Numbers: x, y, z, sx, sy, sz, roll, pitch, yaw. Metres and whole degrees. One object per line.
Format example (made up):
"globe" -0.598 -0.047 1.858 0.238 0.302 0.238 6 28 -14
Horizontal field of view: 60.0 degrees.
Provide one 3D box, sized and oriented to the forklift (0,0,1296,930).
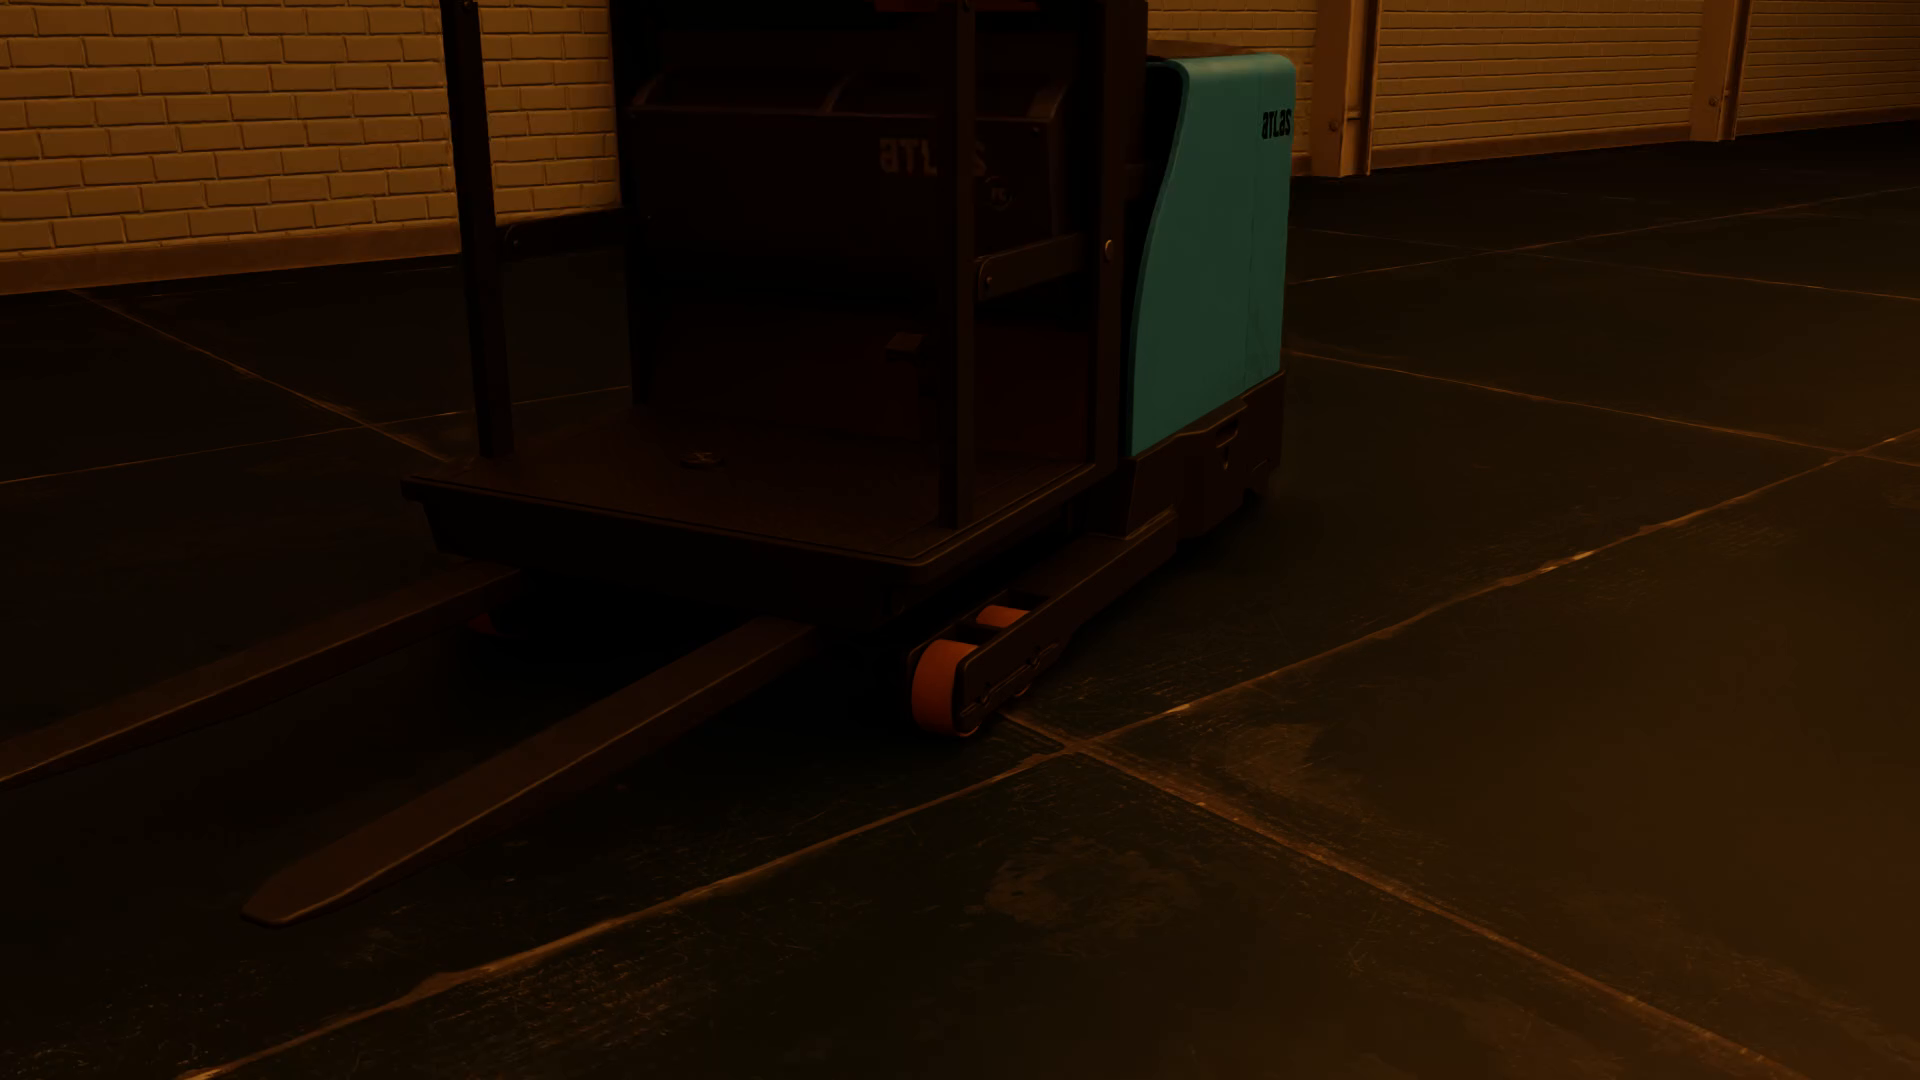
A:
"forklift" -0.320 -1.218 2.834 1.130 2.935 3.031 9 20 27
